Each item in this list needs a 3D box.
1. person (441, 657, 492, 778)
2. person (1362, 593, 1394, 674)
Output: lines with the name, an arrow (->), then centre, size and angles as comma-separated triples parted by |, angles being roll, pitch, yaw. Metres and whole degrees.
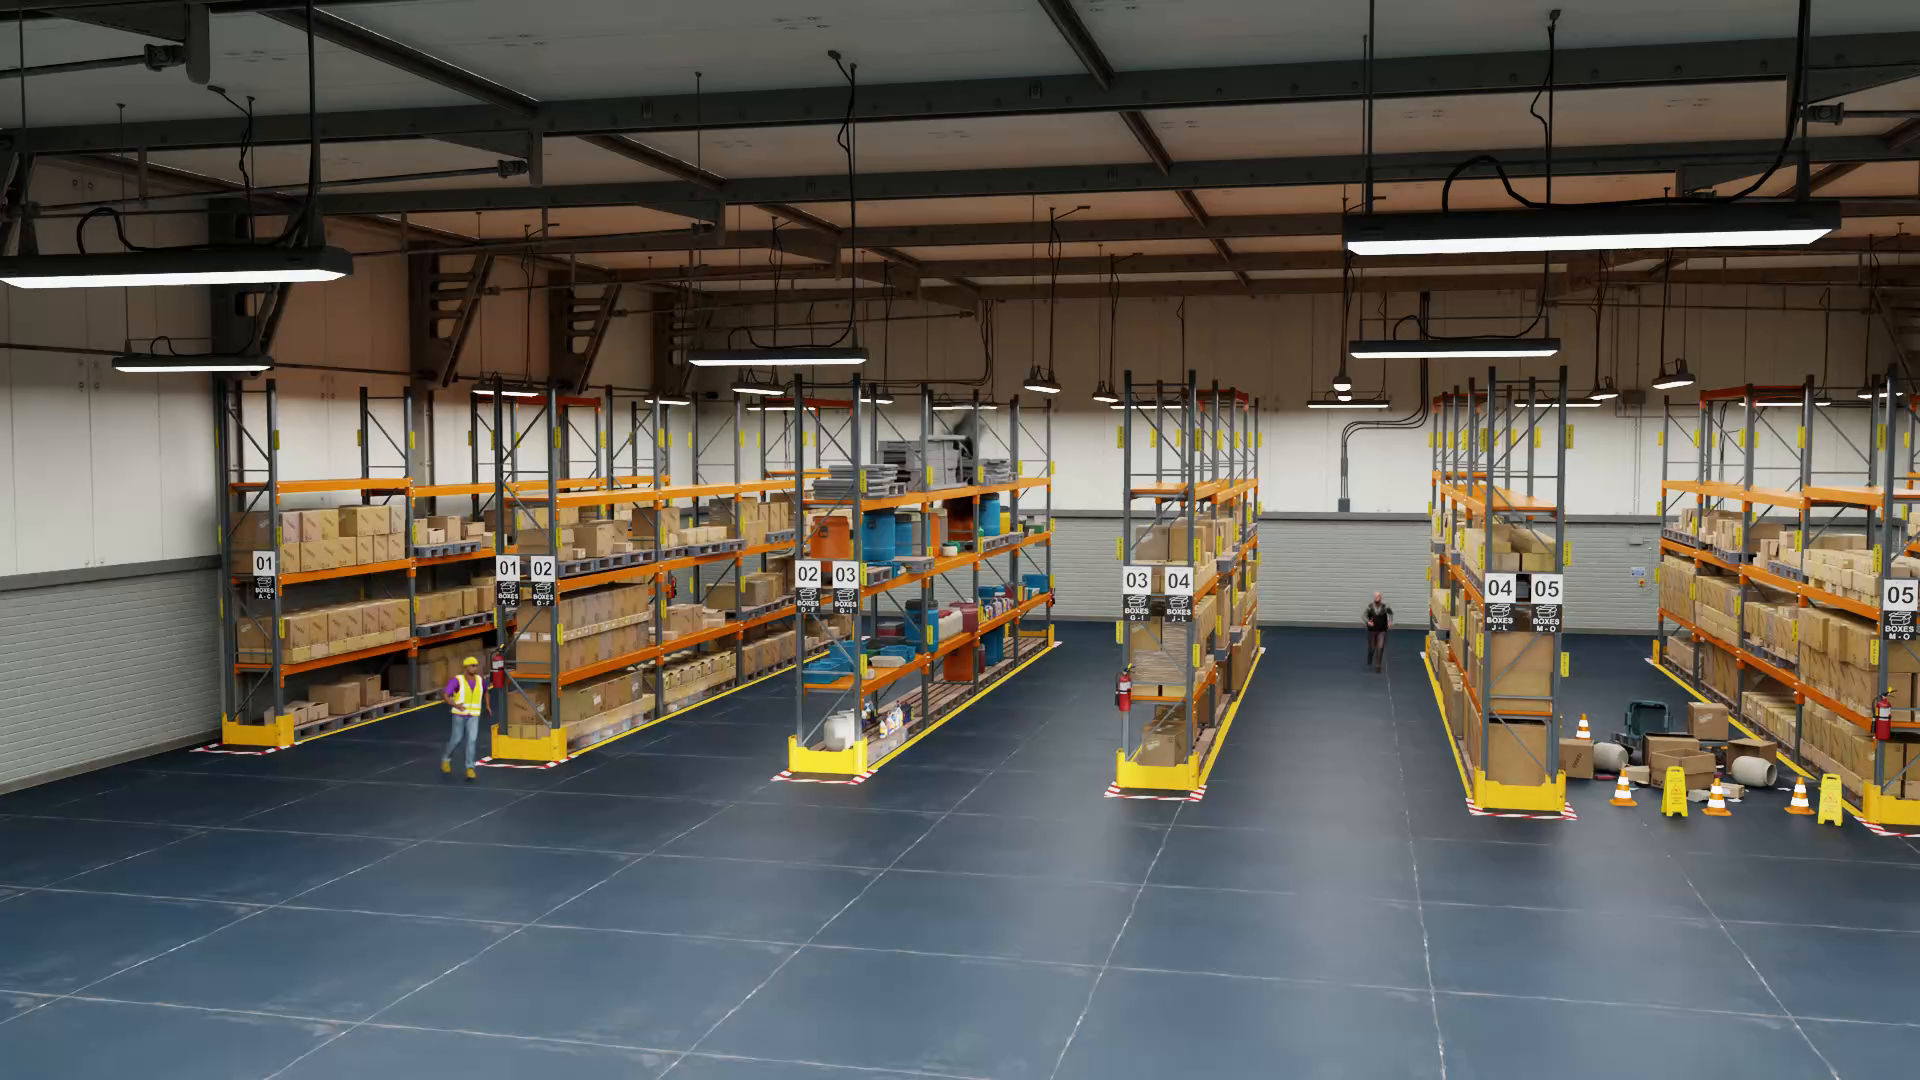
person -> -7.318, 2.616, 24.798 | 0.759, 1.732, 0.938 | -2, 4, -35
person -> 9.048, 1.994, 36.025 | 0.670, 1.727, 0.864 | 1, 4, 14
